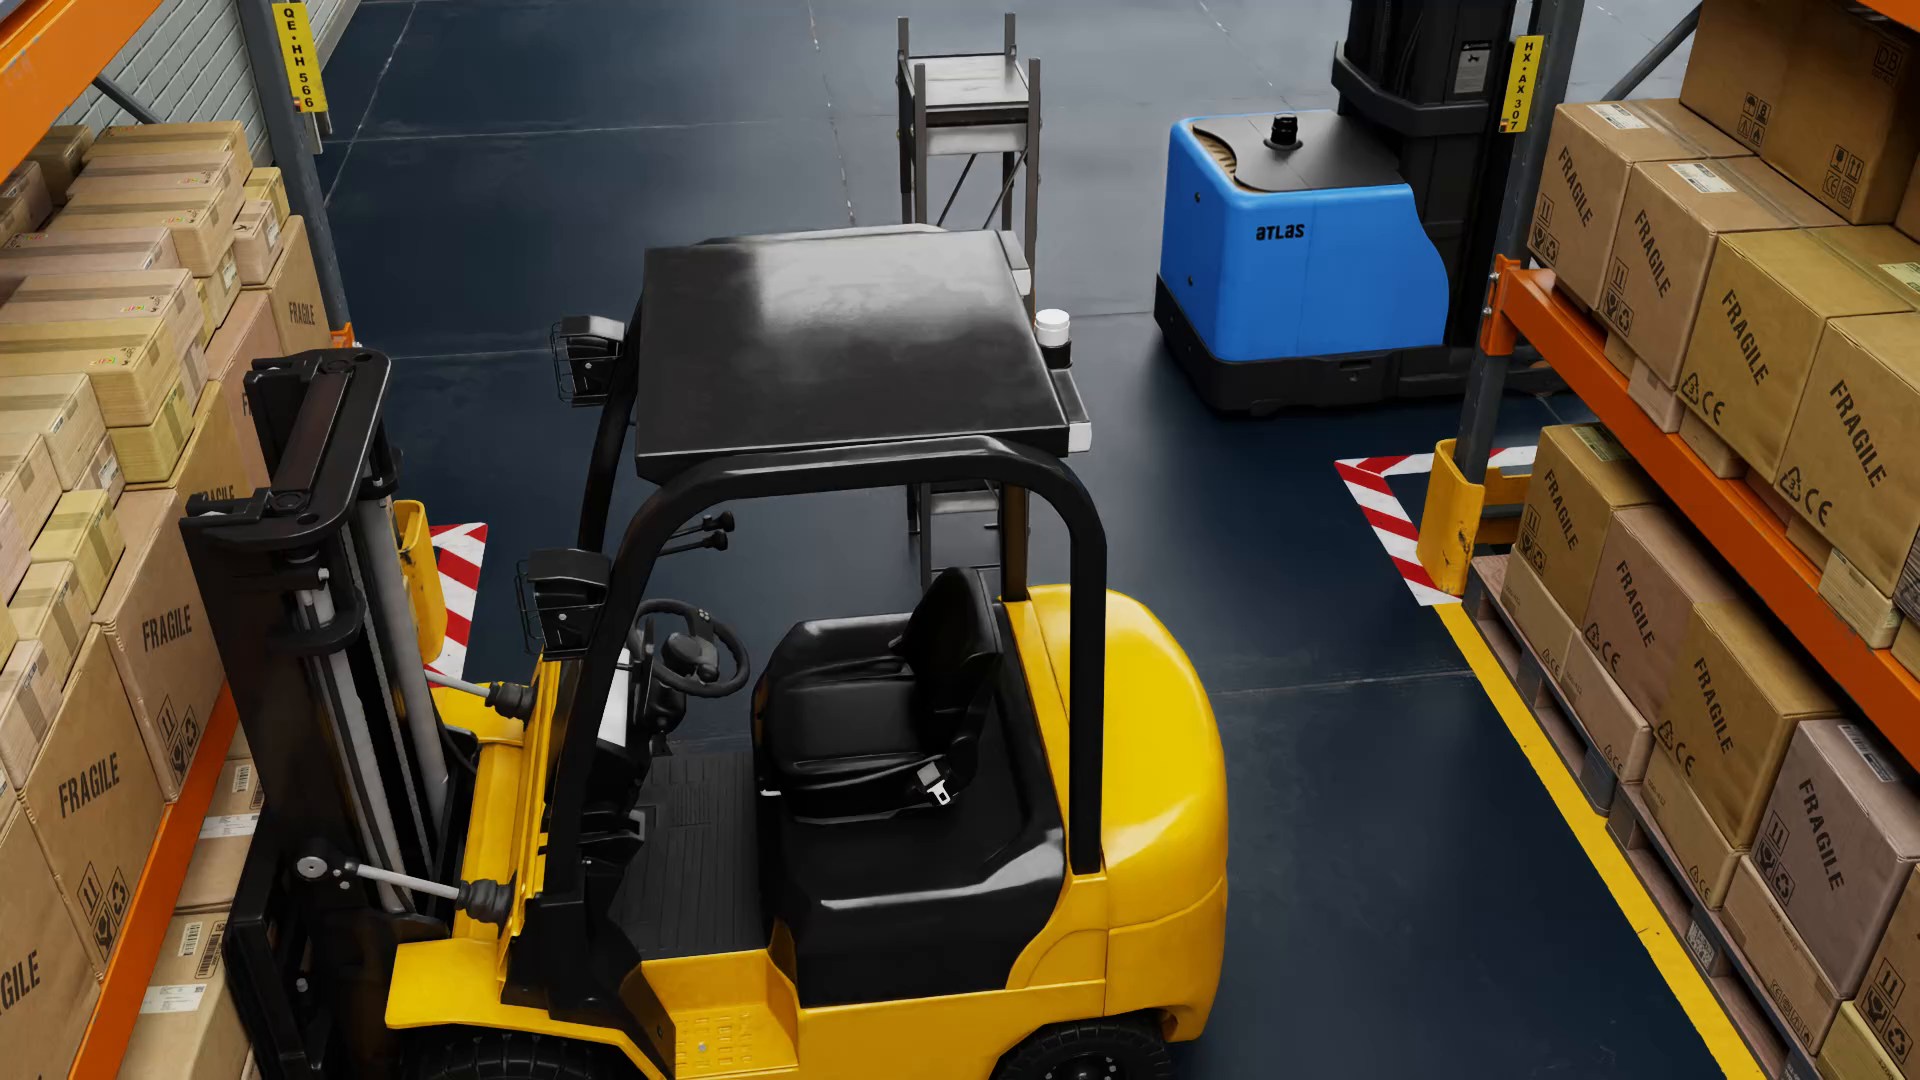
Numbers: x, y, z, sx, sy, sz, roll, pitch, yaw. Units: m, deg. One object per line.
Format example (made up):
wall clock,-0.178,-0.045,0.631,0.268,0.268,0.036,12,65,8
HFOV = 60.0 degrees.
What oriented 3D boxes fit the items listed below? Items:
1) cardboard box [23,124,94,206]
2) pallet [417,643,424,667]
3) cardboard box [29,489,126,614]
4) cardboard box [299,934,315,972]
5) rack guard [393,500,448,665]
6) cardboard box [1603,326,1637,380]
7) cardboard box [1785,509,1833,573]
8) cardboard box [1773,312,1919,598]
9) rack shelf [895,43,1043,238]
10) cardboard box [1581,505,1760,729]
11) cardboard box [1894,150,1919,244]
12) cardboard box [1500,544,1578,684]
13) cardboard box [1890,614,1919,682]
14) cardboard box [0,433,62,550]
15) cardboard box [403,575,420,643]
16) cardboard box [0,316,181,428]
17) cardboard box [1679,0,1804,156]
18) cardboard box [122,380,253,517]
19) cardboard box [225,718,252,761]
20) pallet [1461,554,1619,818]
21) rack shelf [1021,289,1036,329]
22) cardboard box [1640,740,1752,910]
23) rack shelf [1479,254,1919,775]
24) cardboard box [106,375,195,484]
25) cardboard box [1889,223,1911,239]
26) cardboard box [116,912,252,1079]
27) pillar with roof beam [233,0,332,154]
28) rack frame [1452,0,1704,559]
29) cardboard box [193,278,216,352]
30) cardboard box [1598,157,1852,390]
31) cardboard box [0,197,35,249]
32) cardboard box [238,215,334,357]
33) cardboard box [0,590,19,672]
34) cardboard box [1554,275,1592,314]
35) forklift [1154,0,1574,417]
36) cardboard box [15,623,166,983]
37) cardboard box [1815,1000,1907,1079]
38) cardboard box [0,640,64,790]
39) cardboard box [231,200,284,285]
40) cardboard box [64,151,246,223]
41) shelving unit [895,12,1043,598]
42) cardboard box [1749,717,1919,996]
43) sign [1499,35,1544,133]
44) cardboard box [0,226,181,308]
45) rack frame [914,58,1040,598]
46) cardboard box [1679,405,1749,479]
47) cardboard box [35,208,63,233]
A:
cardboard box,-2.673,-1.052,4.702,0.380,0.149,0.250,-5,35,-7
pallet,-2.362,0.752,5.459,1.003,0.211,1.213,-4,35,-6
cardboard box,-1.939,0.037,3.368,0.380,0.149,0.250,-5,35,-7
cardboard box,-1.920,1.027,4.204,0.500,0.250,0.500,-4,35,-7
rack guard,-2.510,0.196,6.019,1.175,0.500,0.348,-4,35,-6
cardboard box,2.256,-0.599,5.188,0.380,0.149,0.250,-5,35,-8
cardboard box,2.414,-0.019,4.338,0.380,0.149,0.250,-5,35,-8
cardboard box,2.420,-0.224,4.063,0.500,0.500,0.500,-5,35,-7
rack shelf,0.022,-1.342,5.637,0.431,0.518,0.480,-4,35,-6
cardboard box,2.325,0.227,5.156,0.500,0.500,0.500,-6,35,-8
cardboard box,2.928,-0.951,4.241,0.700,0.500,0.500,-5,35,-7
cardboard box,2.246,0.232,5.815,0.500,0.250,0.500,-5,35,-7
cardboard box,2.460,0.266,3.919,0.380,0.149,0.250,-5,35,-7
cardboard box,-2.020,-0.075,3.267,0.380,0.149,0.250,-4,35,-6
cardboard box,-2.130,0.377,5.602,0.500,0.250,0.500,-4,34,-6
cardboard box,-1.978,-0.367,3.697,0.380,0.149,0.250,-4,34,-5
cardboard box,2.697,-1.511,5.062,0.700,0.500,0.500,-5,35,-8
cardboard box,-2.050,-0.034,4.048,0.500,0.500,0.500,-5,35,-7
cardboard box,-1.983,0.524,4.498,0.500,0.250,0.500,-4,34,-6
pallet,2.496,0.449,5.904,1.003,0.211,1.213,-4,35,-6
rack shelf,0.022,-0.764,6.031,0.431,0.518,0.480,-4,35,-6
cardboard box,2.393,0.821,4.950,0.500,0.250,0.500,-2,34,-3
rack shelf,2.681,0.212,4.415,1.077,0.370,4.000,-4,35,-6
cardboard box,-1.985,-0.247,3.784,0.380,0.149,0.250,-4,34,-6
cardboard box,2.821,-0.804,4.914,0.500,0.500,0.500,-4,35,-6
cardboard box,-1.860,1.101,3.651,0.500,0.250,0.500,-3,34,-5
pillar with roof beam,0.153,-6.520,8.327,9.100,9.000,0.400,-4,35,-6
rack frame,2.412,-1.202,5.850,1.000,3.000,0.127,-4,35,-6
cardboard box,-2.122,-0.532,4.202,0.380,0.149,0.250,-5,35,-7
cardboard box,2.273,-0.792,4.895,0.500,0.500,0.500,-3,34,-5
cardboard box,-2.622,-0.758,4.269,0.380,0.149,0.250,-4,34,-5
cardboard box,-2.180,-0.610,4.893,0.500,0.500,0.500,-5,35,-7
cardboard box,-1.880,0.201,2.863,0.380,0.149,0.250,-5,35,-7
cardboard box,2.252,-0.893,5.619,0.380,0.149,0.250,-4,35,-6
forklift,2.529,-2.163,7.321,3.031,2.935,1.130,-6,35,-8
cardboard box,-1.925,0.528,3.223,0.500,0.500,0.500,-5,35,-7
cardboard box,2.522,1.387,4.120,0.500,0.250,0.500,-5,35,-8
cardboard box,-1.843,0.324,2.946,0.380,0.149,0.250,-5,35,-7
cardboard box,-2.118,-0.820,4.626,0.380,0.149,0.250,-4,34,-6
cardboard box,-2.185,-0.937,4.532,0.380,0.149,0.250,-4,35,-6
shelving unit,0.022,-0.775,6.023,0.431,2.100,0.503,-4,35,-6
cardboard box,2.464,0.805,4.308,0.500,0.500,0.500,-3,34,-4
sign,1.874,-1.518,5.546,0.100,0.325,0.005,-4,35,-6
cardboard box,-2.164,-0.648,4.109,0.380,0.149,0.250,-4,34,-6
rack frame,0.055,-0.639,5.823,0.400,2.100,0.015,-4,35,-6
cardboard box,2.312,-0.312,4.767,0.380,0.149,0.250,-3,34,-5
cardboard box,-2.621,-0.791,4.583,0.380,0.149,0.250,-4,35,-6
